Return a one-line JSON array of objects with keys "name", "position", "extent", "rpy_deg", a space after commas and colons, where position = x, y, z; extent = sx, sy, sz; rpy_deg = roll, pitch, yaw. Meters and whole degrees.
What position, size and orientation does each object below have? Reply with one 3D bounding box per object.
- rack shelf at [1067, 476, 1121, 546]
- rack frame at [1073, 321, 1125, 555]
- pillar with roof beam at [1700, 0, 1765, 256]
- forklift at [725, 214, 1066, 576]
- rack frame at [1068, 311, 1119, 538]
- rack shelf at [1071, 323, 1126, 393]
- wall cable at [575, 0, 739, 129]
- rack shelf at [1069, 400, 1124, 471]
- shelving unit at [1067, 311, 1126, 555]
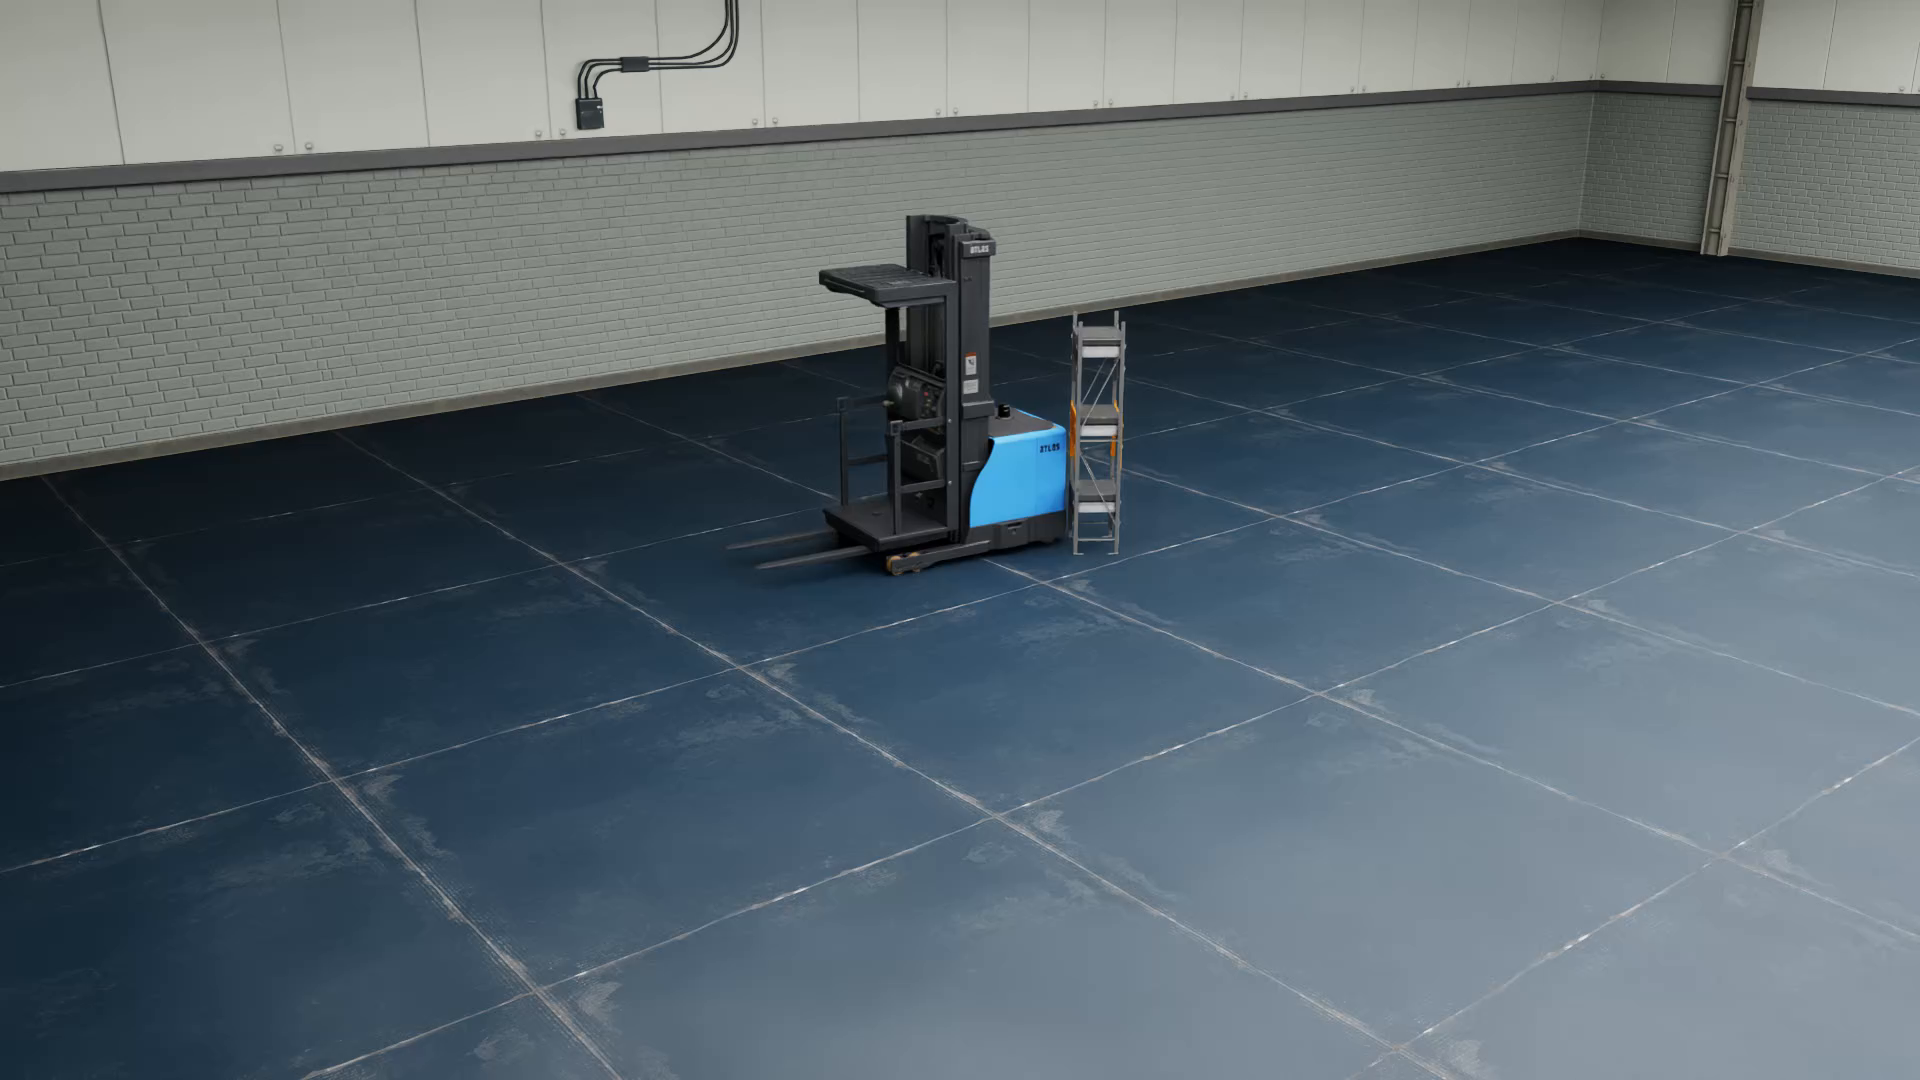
[{"name": "rack shelf", "position": [1.205, -0.265, 14.980], "extent": [0.431, 0.518, 0.480], "rpy_deg": [-1, 18, -2]}, {"name": "rack frame", "position": [1.212, -0.866, 14.525], "extent": [0.400, 2.100, 0.015], "rpy_deg": [-1, 18, -2]}, {"name": "pillar with roof beam", "position": [10.992, -8.875, 27.738], "extent": [9.100, 9.000, 0.400], "rpy_deg": [-14, 23, -36]}, {"name": "forklift", "position": [-0.562, -1.273, 14.430], "extent": [3.031, 2.935, 1.130], "rpy_deg": [-11, 21, -29]}, {"name": "rack frame", "position": [1.198, -1.019, 14.988], "extent": [0.400, 2.100, 0.015], "rpy_deg": [-1, 18, -2]}, {"name": "rack shelf", "position": [1.205, -1.594, 14.541], "extent": [0.431, 0.518, 0.480], "rpy_deg": [-1, 18, -2]}, {"name": "wall cable", "position": [-3.666, -8.015, 19.730], "extent": [2.305, 6.003, 0.169], "rpy_deg": [-14, 23, -36]}, {"name": "rack shelf", "position": [1.205, -0.930, 14.761], "extent": [0.431, 0.518, 0.480], "rpy_deg": [-1, 18, -2]}, {"name": "shelving unit", "position": [1.205, -0.943, 14.756], "extent": [0.431, 2.100, 0.503], "rpy_deg": [-1, 18, -2]}]
